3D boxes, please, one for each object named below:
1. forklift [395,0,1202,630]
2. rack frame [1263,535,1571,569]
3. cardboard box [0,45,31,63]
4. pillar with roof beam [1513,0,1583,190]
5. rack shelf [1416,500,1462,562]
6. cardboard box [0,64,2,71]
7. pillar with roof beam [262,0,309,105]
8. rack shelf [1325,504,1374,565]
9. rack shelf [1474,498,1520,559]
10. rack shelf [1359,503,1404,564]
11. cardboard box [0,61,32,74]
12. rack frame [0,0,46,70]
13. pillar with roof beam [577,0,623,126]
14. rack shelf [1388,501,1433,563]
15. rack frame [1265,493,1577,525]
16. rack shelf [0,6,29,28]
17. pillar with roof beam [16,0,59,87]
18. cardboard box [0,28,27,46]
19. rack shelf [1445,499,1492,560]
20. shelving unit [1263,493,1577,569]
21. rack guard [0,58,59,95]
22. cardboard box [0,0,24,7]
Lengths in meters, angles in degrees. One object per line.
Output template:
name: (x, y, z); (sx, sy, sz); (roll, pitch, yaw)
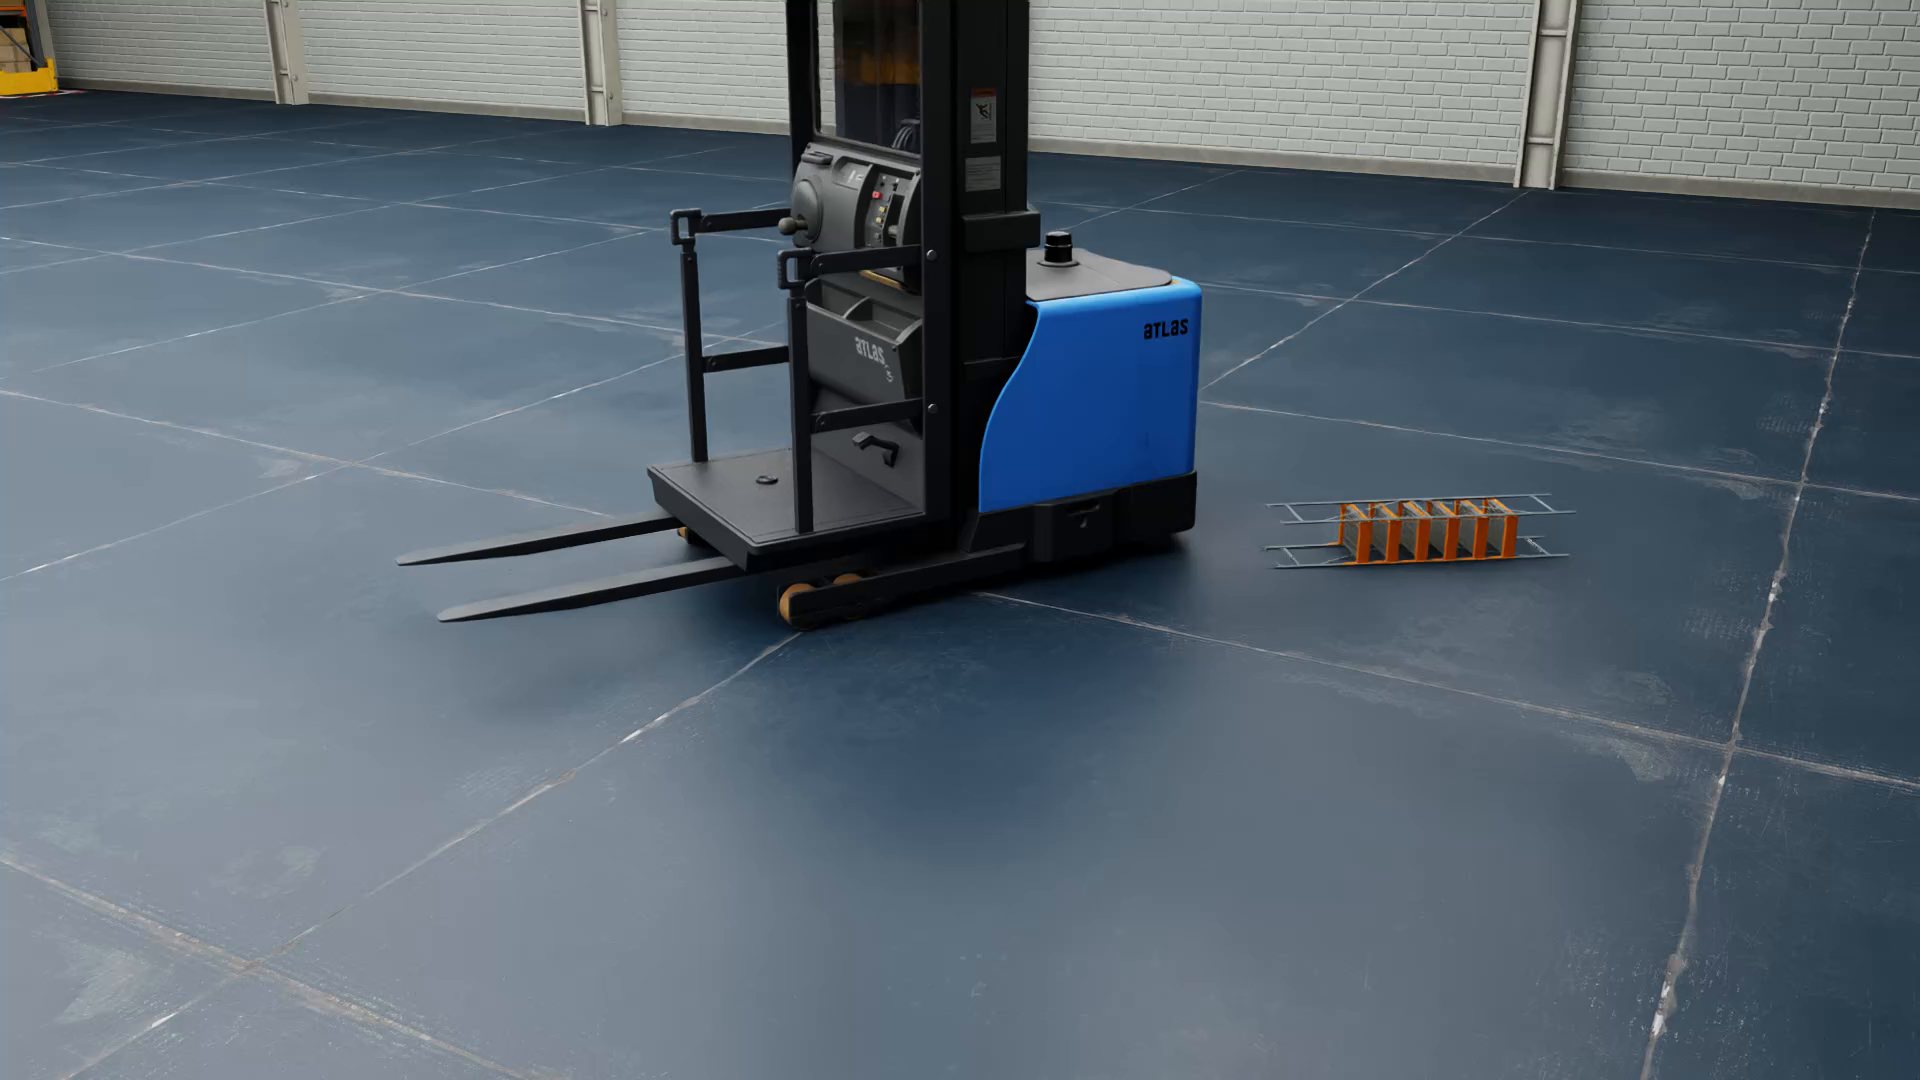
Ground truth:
forklift: (-0.571, -1.259, 6.038); (3.031, 2.935, 1.130); (-11, 23, -28)
rack frame: (1.842, 0.046, 6.722); (1.200, 0.006, 0.240); (-2, 20, -6)
cardboard box: (-15.336, -7.827, 26.727); (0.500, 0.250, 0.500); (11, 23, 28)
pillar with roof beam: (3.658, -6.479, 11.529); (0.400, 9.000, 9.100); (11, 23, 27)
rack shelf: (1.917, -0.043, 6.698); (0.103, 0.180, 0.258); (-2, 20, -6)
cardboard box: (-15.591, -7.436, 26.382); (0.500, 0.250, 0.500); (11, 23, 28)
pillar with roof beam: (-12.057, -9.472, 19.781); (0.400, 9.000, 9.100); (11, 23, 27)
rack shelf: (1.559, -0.029, 6.660); (0.103, 0.180, 0.258); (-2, 20, -6)
rack shelf: (2.155, -0.052, 6.724); (0.103, 0.180, 0.258); (-2, 20, -6)
rack shelf: (1.678, -0.033, 6.673); (0.103, 0.180, 0.258); (-2, 20, -6)
cardboard box: (-15.360, -7.592, 26.812); (0.500, 0.250, 0.500); (11, 23, 28)
rack frame: (-15.027, -8.547, 26.029); (0.127, 3.000, 1.000); (11, 23, 27)
pillar with roof beam: (-6.819, -8.474, 17.030); (0.400, 9.000, 9.100); (11, 23, 27)
rack shelf: (1.798, -0.038, 6.686); (0.103, 0.180, 0.258); (-2, 20, -6)
rack frame: (1.842, -0.126, 6.659); (1.200, 0.006, 0.240); (-2, 20, -6)
rack shelf: (-16.773, -8.541, 27.068); (4.000, 0.370, 1.077); (11, 23, 27)
pillar with roof beam: (-17.295, -10.470, 22.532); (0.400, 9.000, 9.100); (11, 23, 27)
cardboard box: (-15.354, -8.058, 26.631); (0.500, 0.250, 0.500); (10, 22, 26)
rack shelf: (2.036, -0.047, 6.711); (0.103, 0.180, 0.258); (-2, 20, -6)
shelving unit: (1.842, -0.040, 6.690); (1.200, 0.189, 0.258); (-2, 20, -6)
rack guard: (-15.006, -7.368, 26.444); (0.348, 0.500, 1.175); (11, 23, 27)
cardboard box: (-15.324, -8.759, 26.467); (0.500, 0.500, 0.500); (12, 23, 29)
